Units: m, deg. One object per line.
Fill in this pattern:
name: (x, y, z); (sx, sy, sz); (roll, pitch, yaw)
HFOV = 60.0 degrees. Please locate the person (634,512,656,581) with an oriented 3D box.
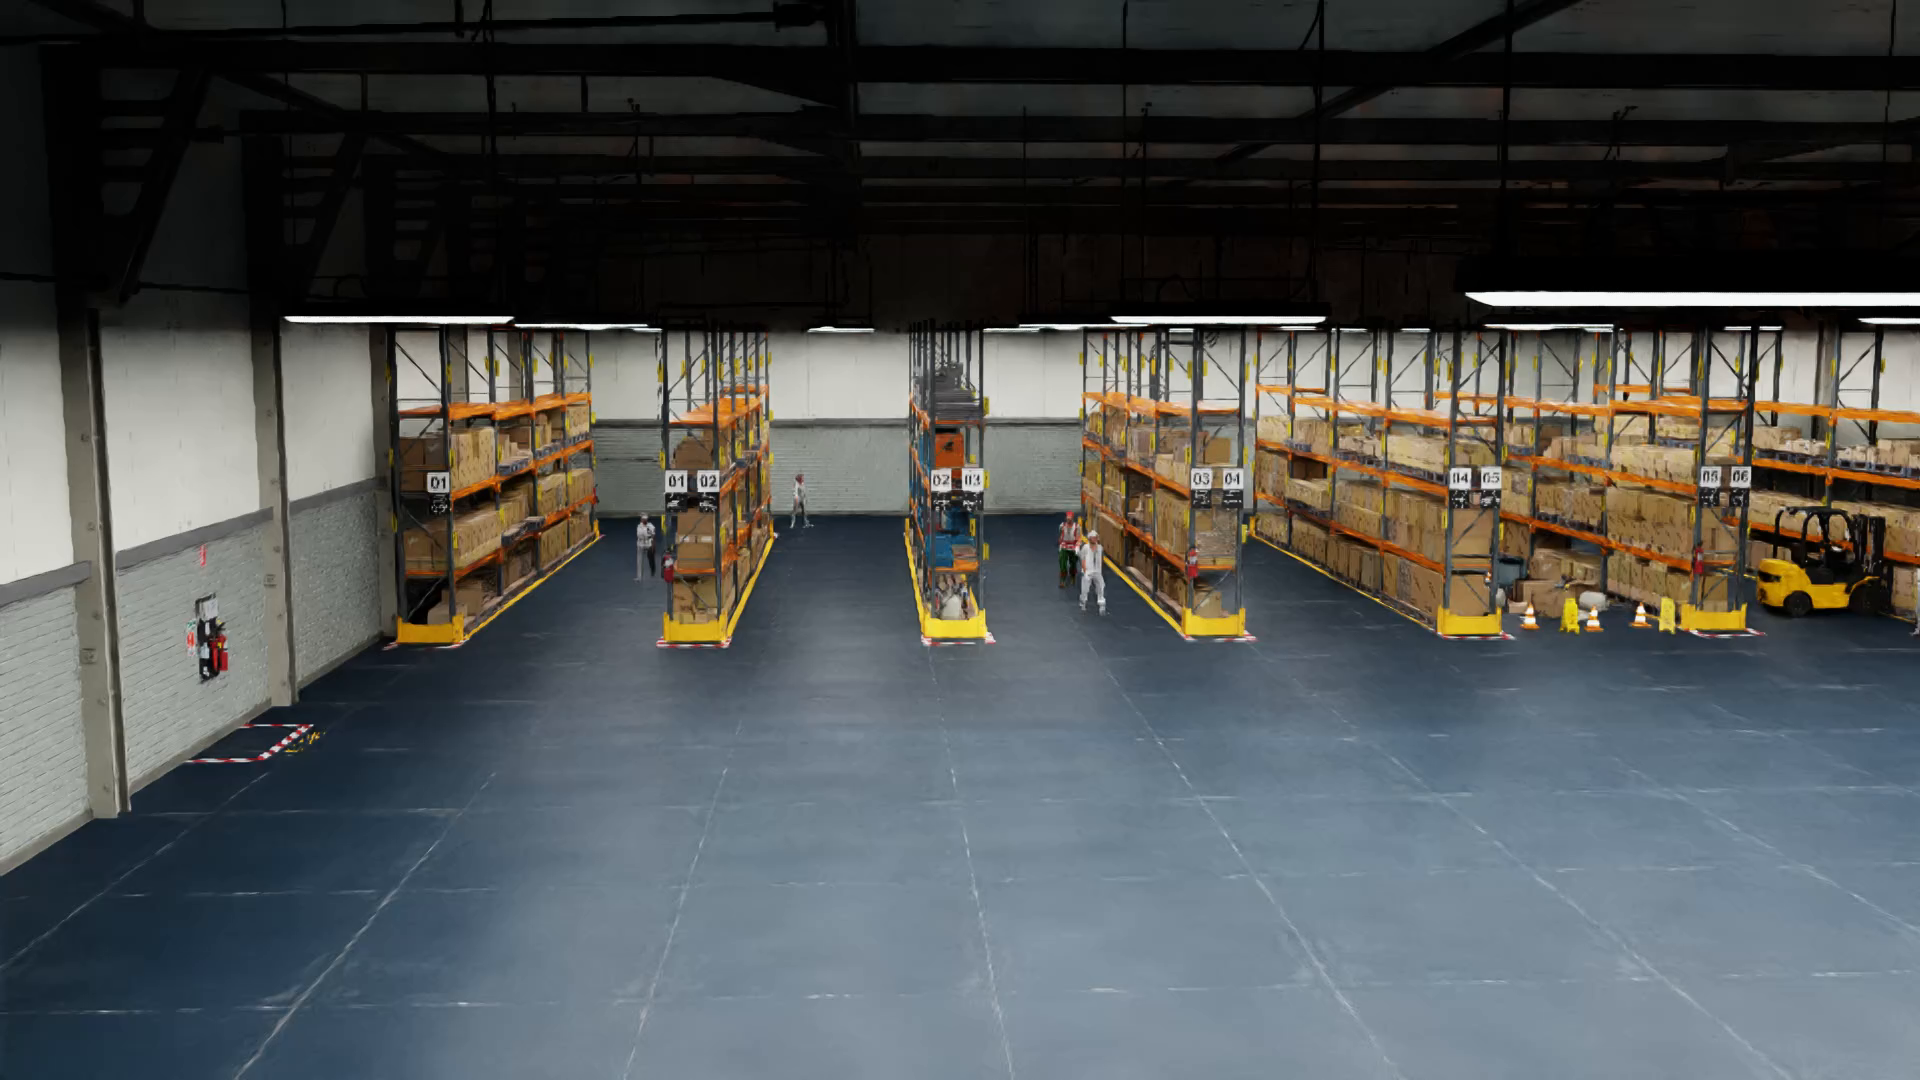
person: (-7.317, 0.130, 38.781); (0.450, 1.588, 1.091); (0, 7, 0)

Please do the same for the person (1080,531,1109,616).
person: (2.705, 0.665, 33.959); (0.528, 1.728, 1.032); (-1, 7, -12)

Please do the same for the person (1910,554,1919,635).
person: (18.530, 0.994, 31.738); (0.690, 1.650, 0.516); (-4, 8, -32)

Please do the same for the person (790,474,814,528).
person: (-4.726, -1.167, 49.324); (0.530, 1.588, 0.639); (5, 8, 33)

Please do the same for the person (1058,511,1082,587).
person: (2.496, 0.188, 37.806); (0.529, 1.728, 1.037); (1, 7, 5)
